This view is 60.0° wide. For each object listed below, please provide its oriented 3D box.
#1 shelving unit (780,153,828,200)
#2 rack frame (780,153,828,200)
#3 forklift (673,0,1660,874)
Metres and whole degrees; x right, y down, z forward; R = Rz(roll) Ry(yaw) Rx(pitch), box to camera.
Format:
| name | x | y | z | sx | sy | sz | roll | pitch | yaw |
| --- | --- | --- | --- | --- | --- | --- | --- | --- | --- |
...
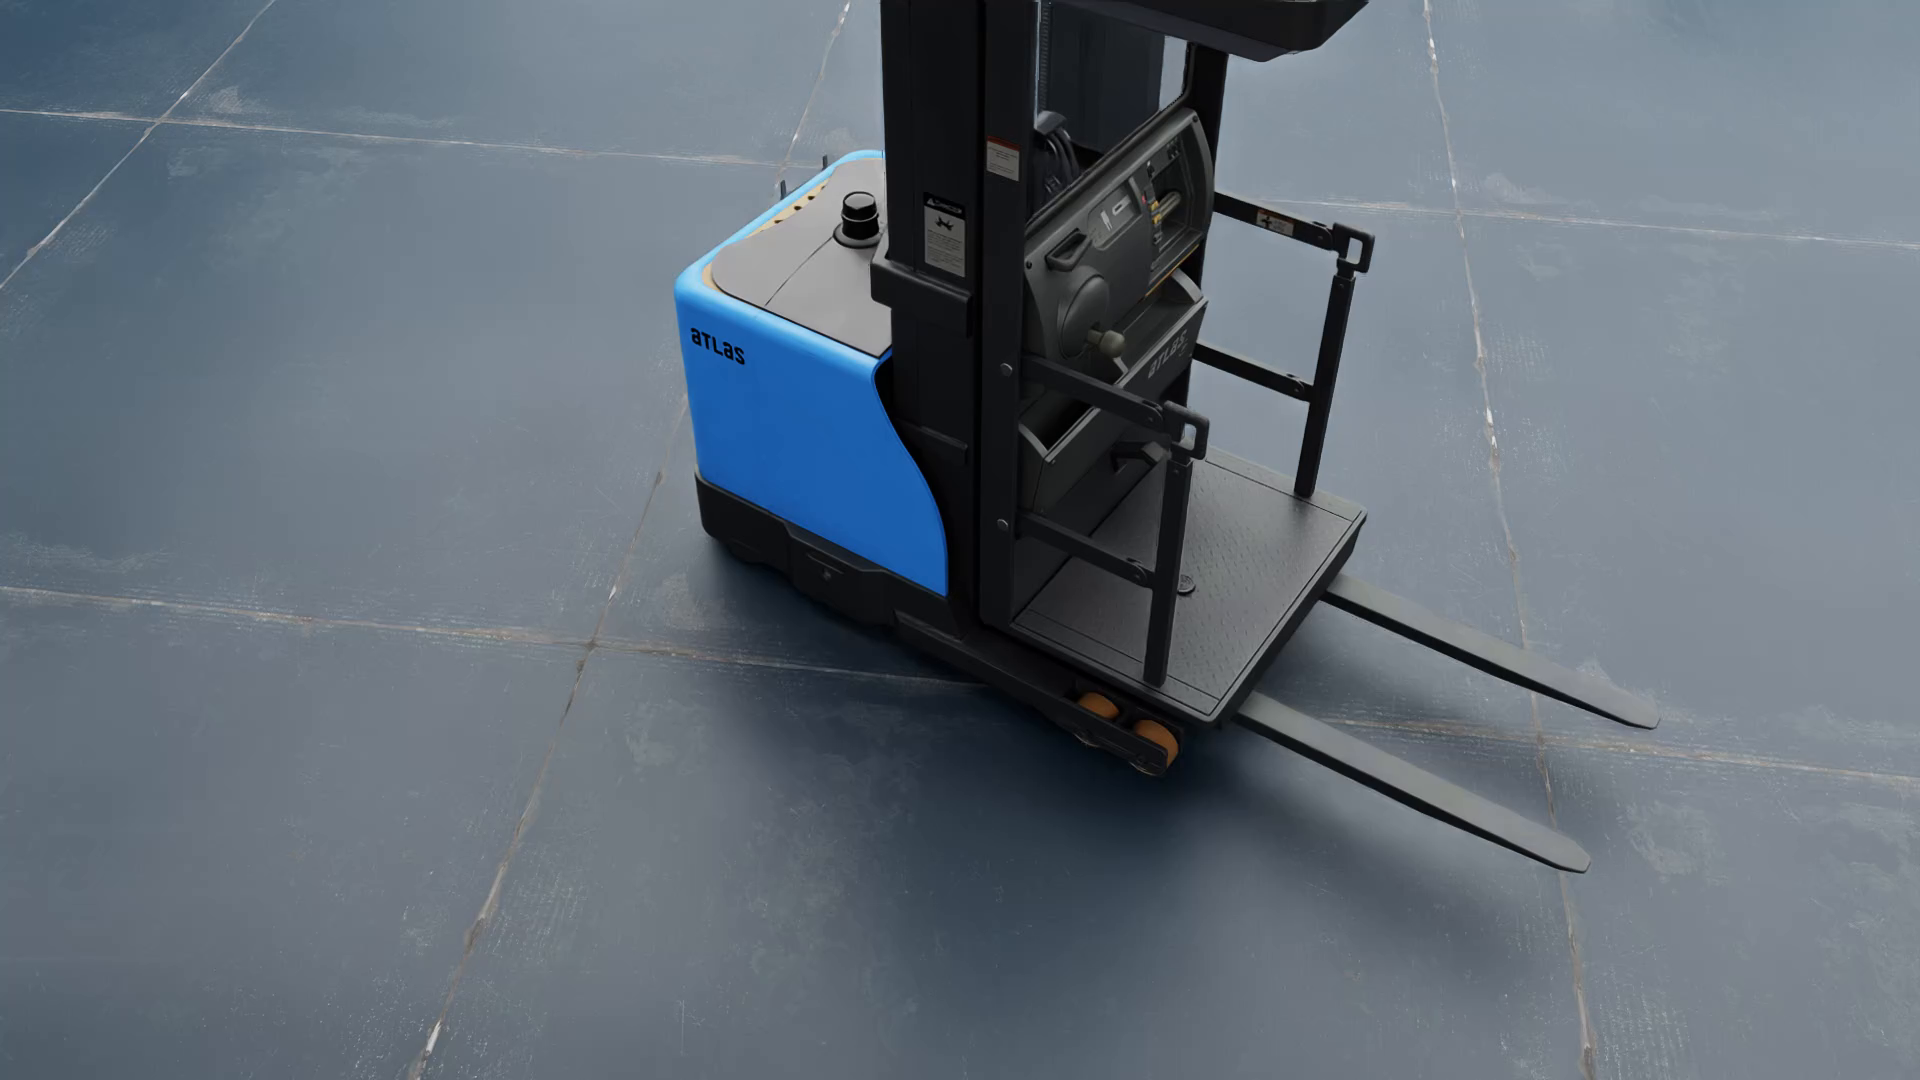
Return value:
| name | x | y | z | sx | sy | sz | roll | pitch | yaw |
| --- | --- | --- | --- | --- | --- | --- | --- | --- | --- |
| shelving unit | -0.466 | -0.934 | 6.082 | 0.210 | 0.900 | 0.258 | 29 | 50 | 27 |
| rack frame | -0.546 | -0.977 | 6.128 | 0.006 | 0.900 | 0.240 | 29 | 50 | 27 |
| forklift | 0.617 | -0.779 | 4.441 | 3.031 | 2.935 | 1.130 | 25 | 49 | 24 |
